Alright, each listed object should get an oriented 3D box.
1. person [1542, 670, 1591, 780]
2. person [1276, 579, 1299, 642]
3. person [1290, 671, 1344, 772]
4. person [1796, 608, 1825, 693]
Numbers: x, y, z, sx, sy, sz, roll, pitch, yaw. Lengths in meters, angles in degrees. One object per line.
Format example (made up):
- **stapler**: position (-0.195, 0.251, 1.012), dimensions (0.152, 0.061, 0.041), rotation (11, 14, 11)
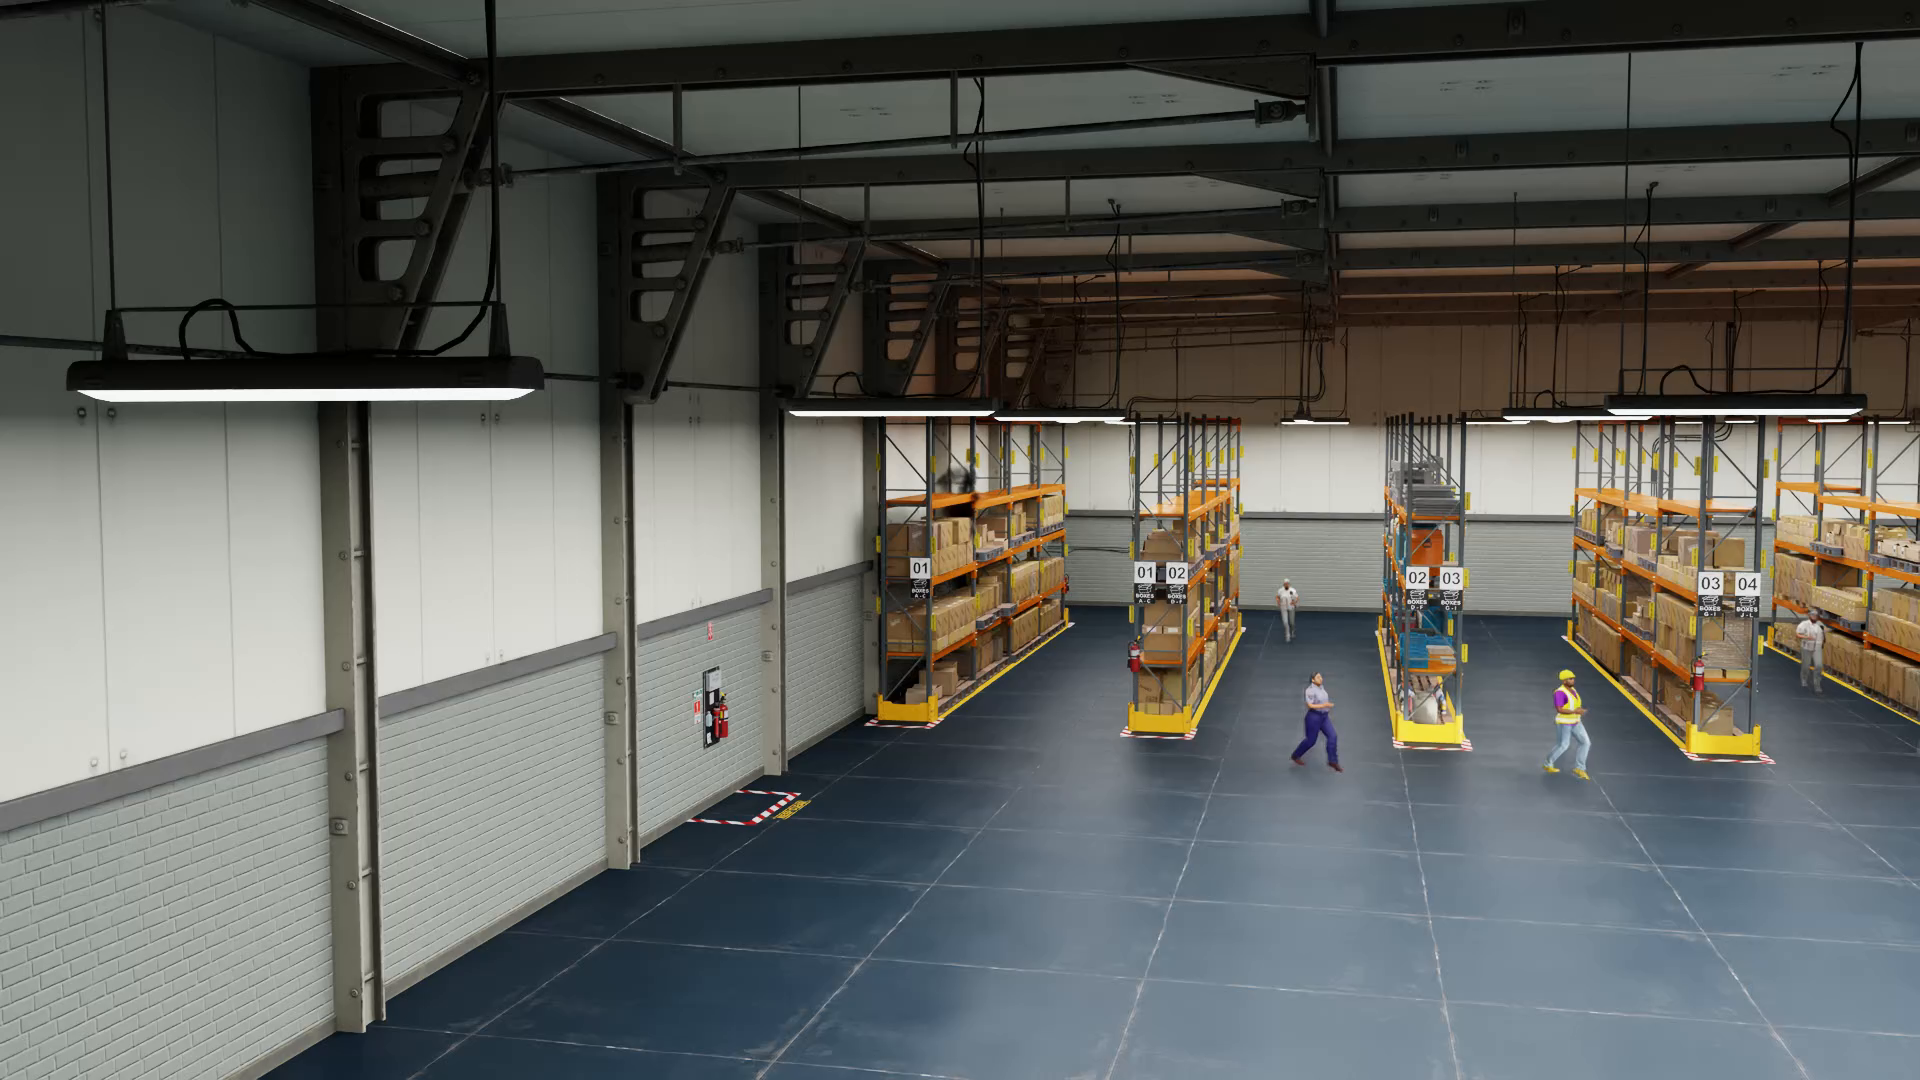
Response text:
- **person**: position (9.951, 3.020, 27.219), dimensions (0.706, 1.803, 0.764), rotation (-3, 5, -39)
- **person**: position (8.794, 1.883, 44.717), dimensions (0.617, 1.676, 0.760), rotation (1, 4, 11)
- **person**: position (5.997, 3.030, 27.850), dimensions (0.894, 1.670, 0.608), rotation (4, 5, 45)
- **person**: position (18.548, 2.400, 36.253), dimensions (0.640, 1.850, 0.775), rotation (1, 4, 12)
